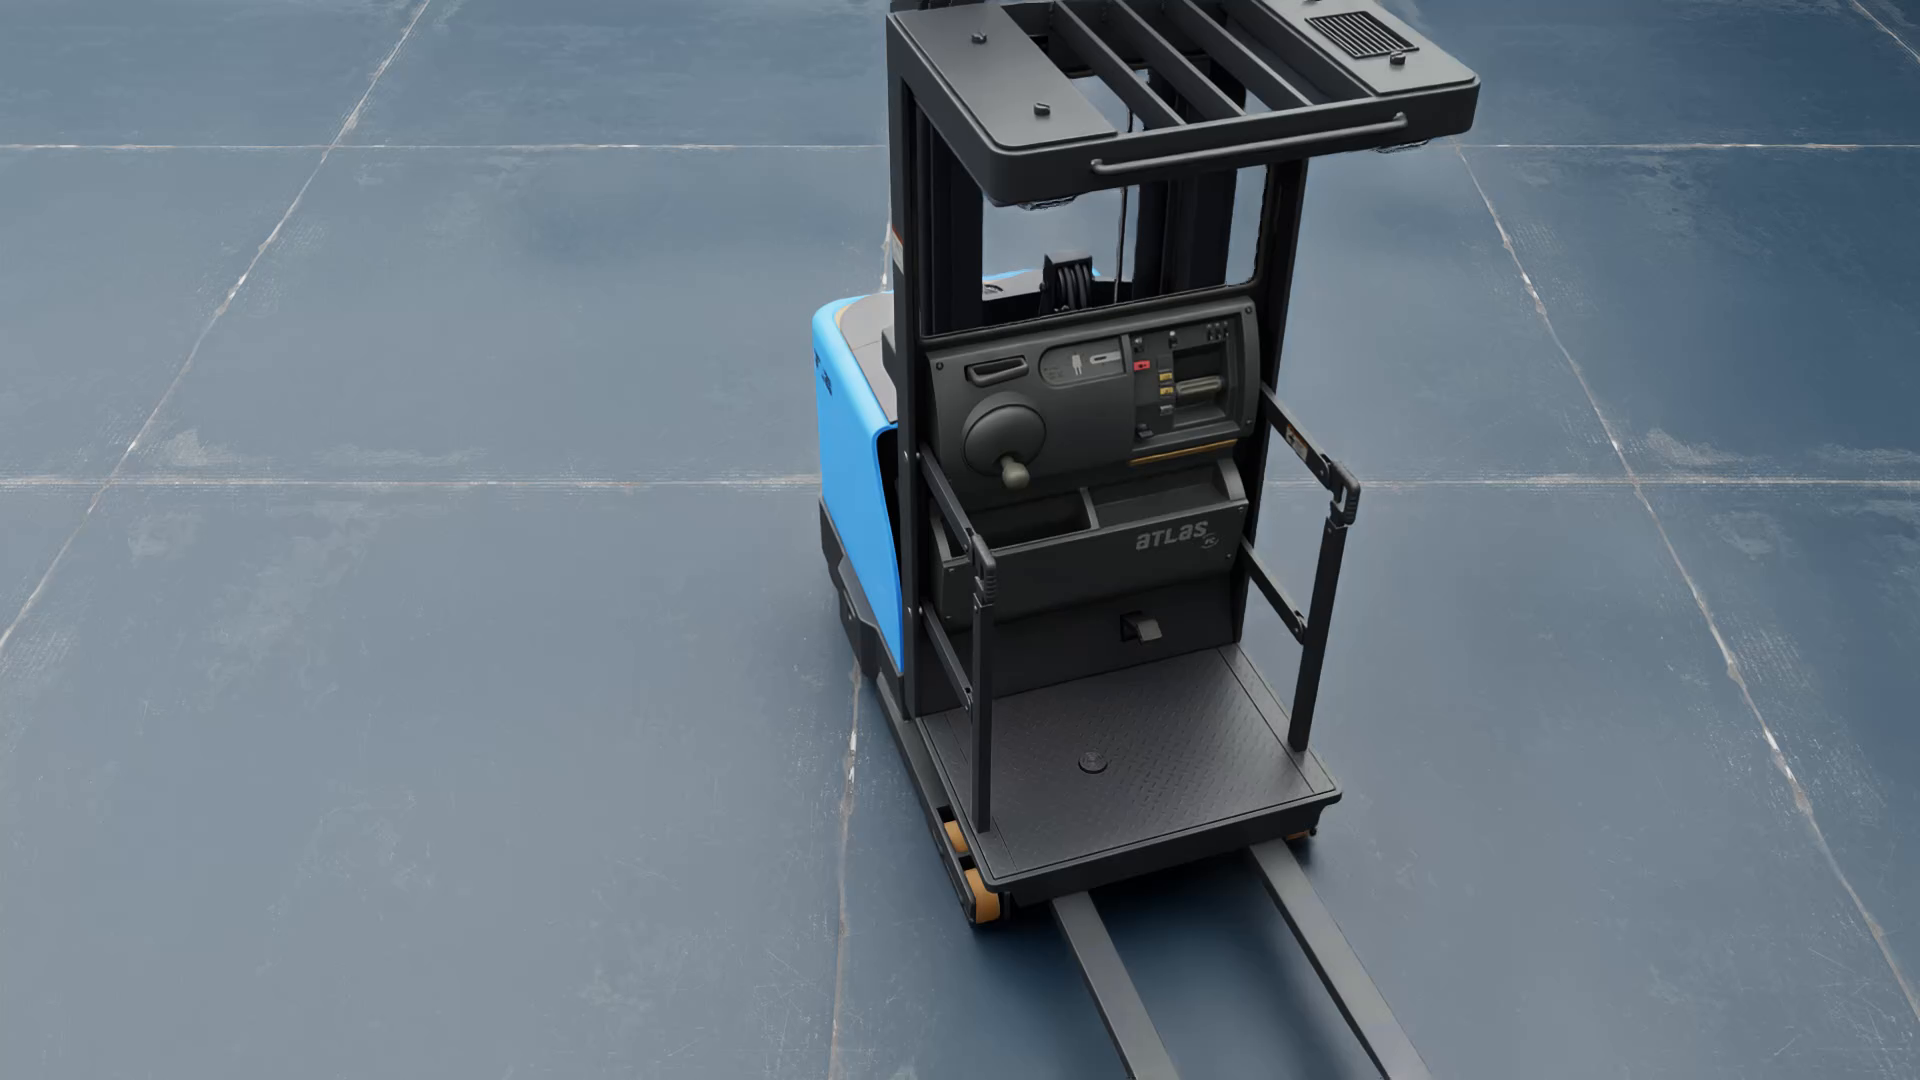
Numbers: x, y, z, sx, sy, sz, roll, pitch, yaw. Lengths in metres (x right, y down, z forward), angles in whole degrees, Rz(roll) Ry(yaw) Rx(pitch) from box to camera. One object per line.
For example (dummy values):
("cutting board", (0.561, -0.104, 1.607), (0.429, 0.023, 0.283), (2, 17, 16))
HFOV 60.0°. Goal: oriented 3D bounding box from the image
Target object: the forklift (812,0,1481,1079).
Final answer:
("forklift", (0.442, -0.315, 4.299), (1.130, 2.935, 3.031), (-12, 40, -14))
